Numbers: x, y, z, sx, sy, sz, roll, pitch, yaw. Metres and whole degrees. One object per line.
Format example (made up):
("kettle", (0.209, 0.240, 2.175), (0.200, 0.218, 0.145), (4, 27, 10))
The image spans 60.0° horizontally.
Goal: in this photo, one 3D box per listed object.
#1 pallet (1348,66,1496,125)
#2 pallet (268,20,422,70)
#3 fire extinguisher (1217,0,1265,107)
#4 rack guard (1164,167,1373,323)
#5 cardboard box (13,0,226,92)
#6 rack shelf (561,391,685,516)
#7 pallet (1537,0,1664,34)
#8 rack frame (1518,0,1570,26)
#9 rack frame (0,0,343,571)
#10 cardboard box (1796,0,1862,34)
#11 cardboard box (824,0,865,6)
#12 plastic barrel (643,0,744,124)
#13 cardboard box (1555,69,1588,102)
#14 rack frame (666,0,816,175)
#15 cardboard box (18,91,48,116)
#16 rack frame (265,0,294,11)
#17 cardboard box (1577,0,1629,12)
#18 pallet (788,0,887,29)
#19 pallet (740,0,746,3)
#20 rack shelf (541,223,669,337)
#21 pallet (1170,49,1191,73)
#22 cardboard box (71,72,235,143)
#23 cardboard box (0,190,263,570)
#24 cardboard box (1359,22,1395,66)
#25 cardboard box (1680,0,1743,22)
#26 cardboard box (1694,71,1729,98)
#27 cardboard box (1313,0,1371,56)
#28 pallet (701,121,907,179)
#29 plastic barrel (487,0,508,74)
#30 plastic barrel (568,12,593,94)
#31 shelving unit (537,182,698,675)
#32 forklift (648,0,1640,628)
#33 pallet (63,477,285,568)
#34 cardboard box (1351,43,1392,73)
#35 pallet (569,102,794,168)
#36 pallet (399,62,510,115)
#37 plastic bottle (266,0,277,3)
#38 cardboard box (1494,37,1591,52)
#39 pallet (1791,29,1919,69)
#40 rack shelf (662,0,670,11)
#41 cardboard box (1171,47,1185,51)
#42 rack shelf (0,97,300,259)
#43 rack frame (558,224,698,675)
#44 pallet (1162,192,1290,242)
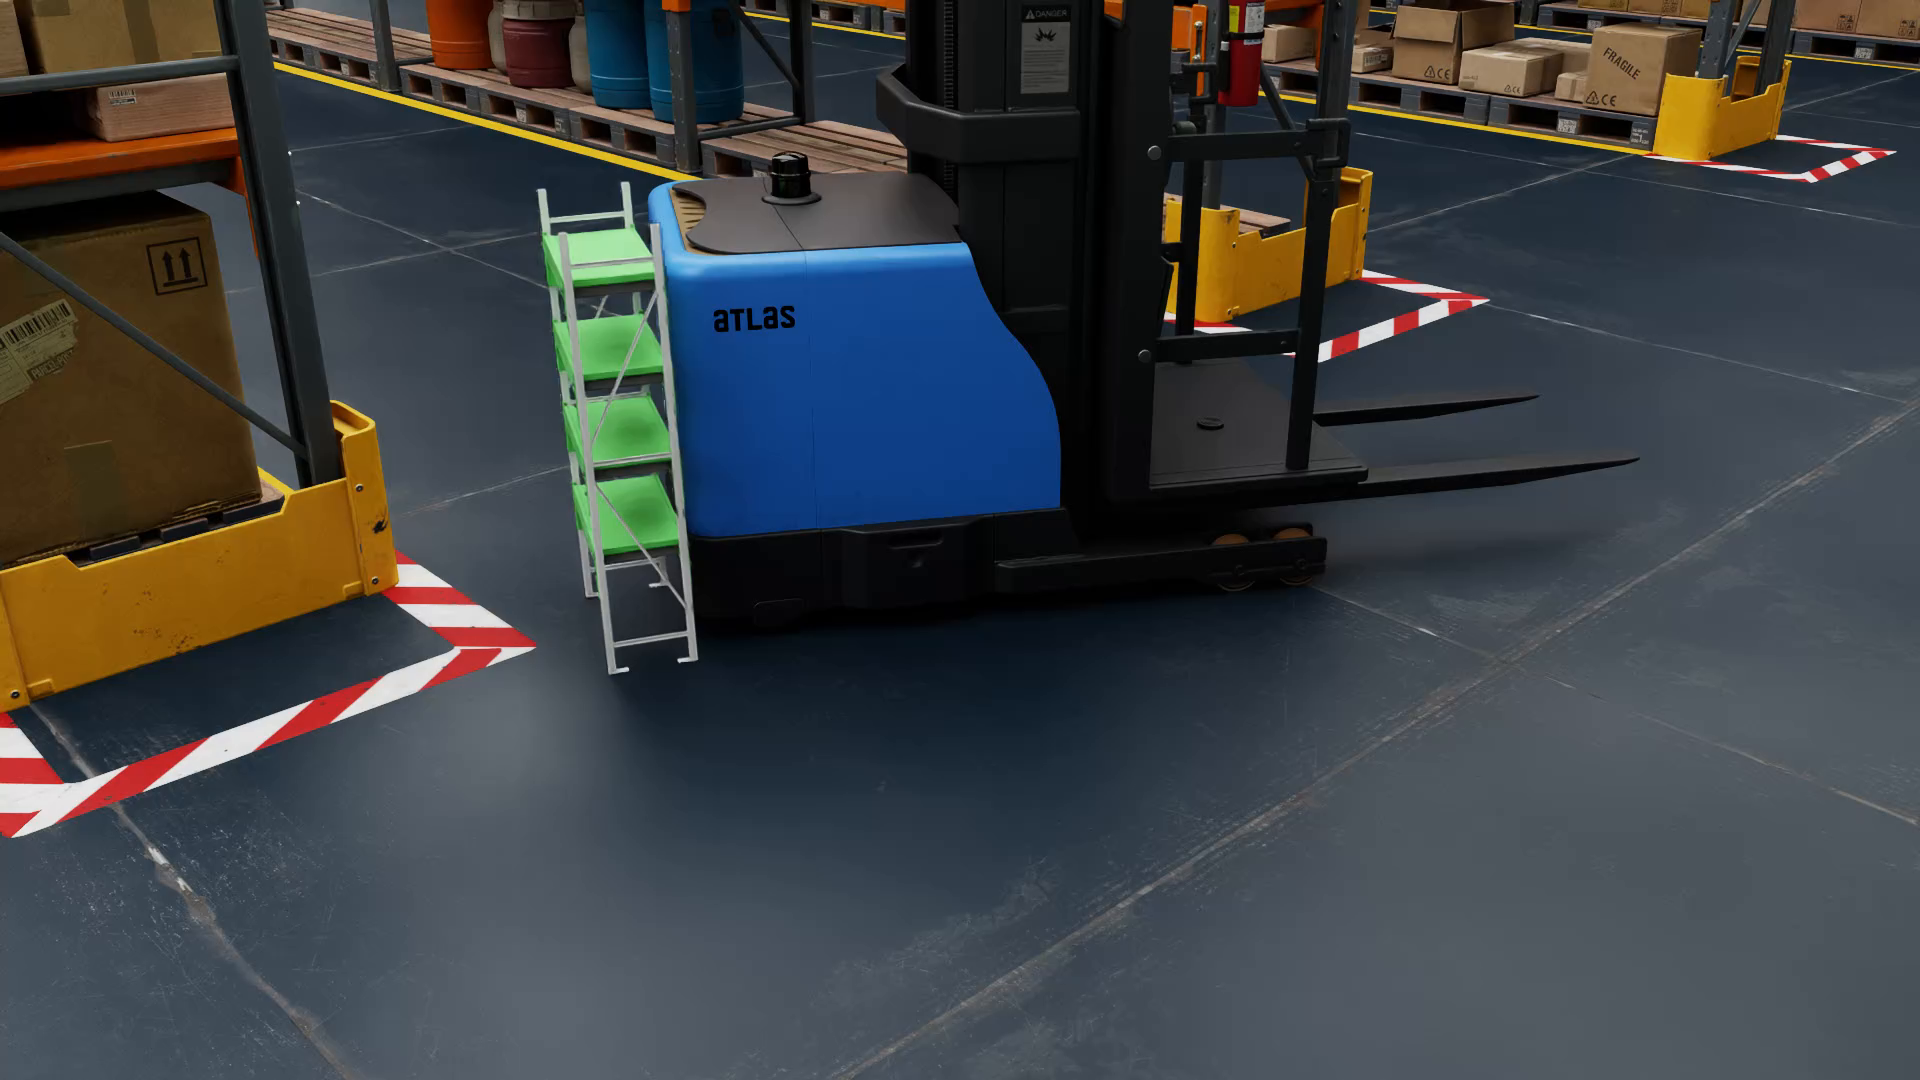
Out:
("pallet", (3.595, -3.302, 12.234), (1.003, 0.211, 1.213), (-21, 32, -38))
("pallet", (-5.395, -4.303, 14.429), (1.003, 0.211, 1.213), (-21, 32, -38))
("fire extinguisher", (1.176, -2.154, 6.899), (0.296, 0.674, 0.183), (-21, 32, -38))
("rack guard", (1.430, -1.392, 7.700), (1.175, 0.500, 0.348), (-21, 32, -38))
("cardboard box", (-2.342, -1.417, 4.565), (0.500, 0.250, 0.500), (-22, 33, -40))
("rack shelf", (-0.913, -0.241, 4.482), (0.258, 0.148, 0.480), (-9, 26, -17))
("pallet", (6.365, -5.034, 16.031), (1.003, 0.211, 1.213), (-21, 32, -38))
("rack frame", (5.902, -6.555, 16.006), (1.000, 3.000, 0.127), (-21, 32, -38))
("rack frame", (-2.211, -1.128, 4.109), (1.000, 3.000, 0.127), (-21, 32, -38))
("cardboard box", (7.742, -4.733, 14.516), (0.700, 0.500, 0.500), (-21, 32, -39))
("cardboard box", (-0.983, -5.391, 16.260), (0.500, 0.250, 0.500), (-20, 31, -37))
("plastic barrel", (-1.689, -3.151, 10.565), (0.600, 0.901, 0.708), (-21, 32, -38))
("cardboard box", (4.260, -3.091, 11.296), (0.380, 0.166, 0.250), (-21, 32, -38))
("rack frame", (-1.330, -3.745, 9.845), (1.000, 3.000, 0.127), (-21, 32, -38))
("cardboard box", (-2.565, -1.370, 4.941), (0.380, 0.149, 0.250), (-22, 33, -40))
("rack frame", (-6.798, -6.169, 15.158), (1.000, 3.000, 0.127), (-21, 32, -38))
("cardboard box", (6.338, -5.354, 15.877), (0.700, 0.500, 0.500), (-21, 32, -38))
("pallet", (-0.980, -5.353, 16.729), (1.003, 0.211, 1.213), (-21, 32, -38))
("pallet", (-2.647, -6.092, 18.349), (1.003, 0.211, 1.213), (-21, 32, -38))
("rack shelf", (-0.919, -0.677, 4.281), (0.258, 0.148, 0.480), (-9, 26, -17))
("pallet", (1.705, -4.116, 14.018), (1.003, 0.211, 1.213), (-21, 32, -38))
("cardboard box", (-2.213, -1.215, 4.602), (0.380, 0.149, 0.250), (-21, 32, -38))
("cardboard box", (-2.707, -0.524, 4.838), (0.875, 0.875, 0.875), (-21, 32, -38))
("cardboard box", (3.398, -3.807, 12.689), (0.500, 0.311, 0.500), (-21, 32, -38))
("cardboard box", (7.028, -5.044, 15.199), (0.700, 0.500, 0.500), (-20, 31, -37))
("cardboard box", (4.987, -3.065, 11.258), (0.380, 0.149, 0.250), (-21, 32, -38))
("cardboard box", (2.885, -4.120, 13.148), (0.500, 0.500, 0.500), (-21, 32, -38))
("pallet", (-0.799, -2.265, 9.960), (1.003, 0.211, 1.213), (-21, 32, -38))
("plastic barrel", (-3.266, -3.727, 12.297), (0.421, 0.512, 0.421), (0, 25, 0))
("plastic barrel", (-2.494, -3.385, 11.547), (0.421, 0.512, 0.421), (0, 25, 0))
("shelving unit", (-0.914, -0.299, 4.455), (0.258, 1.200, 0.503), (-9, 26, -17))
("forklift", (0.614, -1.390, 4.766), (3.031, 2.935, 1.130), (-5, 25, -11))
("pallet", (-2.815, -0.079, 5.170), (1.003, 0.211, 1.213), (-21, 32, -38))
("cardboard box", (3.016, -3.612, 12.438), (0.380, 0.166, 0.250), (-21, 32, -38))
("pallet", (-1.827, -2.722, 10.962), (1.003, 0.211, 1.213), (-21, 32, -38))
("pallet", (-3.494, -3.461, 12.583), (1.003, 0.211, 1.213), (-21, 32, -38))
("plastic bottle", (-6.696, -5.348, 16.117), (0.097, 0.271, 0.097), (0, 25, 0))
("cardboard box", (4.174, -3.435, 11.947), (0.500, 0.250, 0.500), (-21, 32, -38))
("pallet", (8.032, -4.295, 14.410), (1.003, 0.211, 1.213), (-21, 32, -38))
("rack shelf", (-2.697, -4.024, 11.323), (1.077, 0.370, 4.000), (-21, 32, -38))
("cardboard box", (1.742, -4.280, 13.500), (0.500, 0.500, 0.500), (-21, 32, -39))
("rack shelf", (-3.578, -1.407, 5.586), (1.077, 0.370, 4.000), (-21, 32, -38))
("rack frame", (-0.836, -0.203, 4.244), (0.240, 1.200, 0.015), (-9, 26, -17))
("pallet", (0.869, -1.525, 8.339), (1.003, 0.211, 1.213), (-21, 32, -38))
